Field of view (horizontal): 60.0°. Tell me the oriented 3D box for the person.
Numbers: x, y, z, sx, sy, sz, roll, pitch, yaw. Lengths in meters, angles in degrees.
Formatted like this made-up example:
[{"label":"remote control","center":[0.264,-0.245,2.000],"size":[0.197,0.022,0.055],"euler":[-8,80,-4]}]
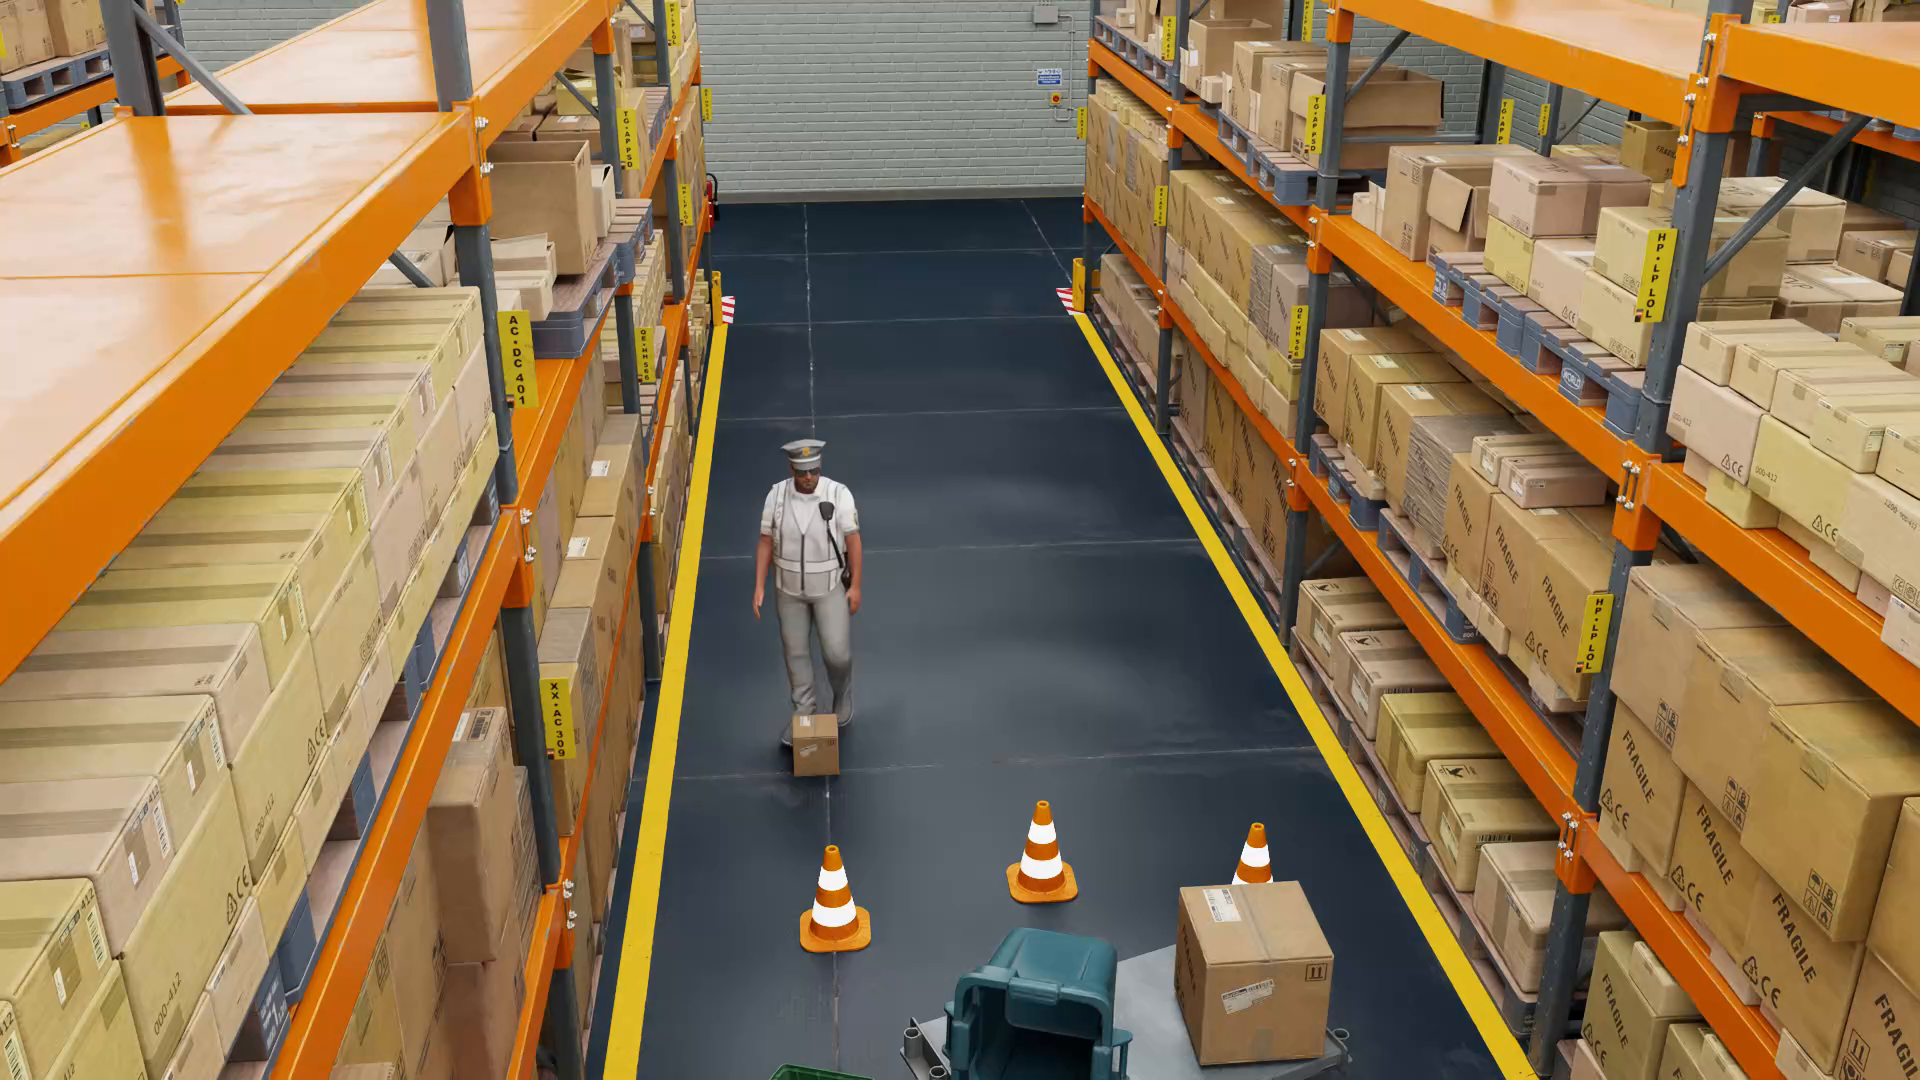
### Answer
[{"label":"person","center":[-0.868,0.295,9.425],"size":[0.594,1.764,0.546],"euler":[3,24,6]}]
